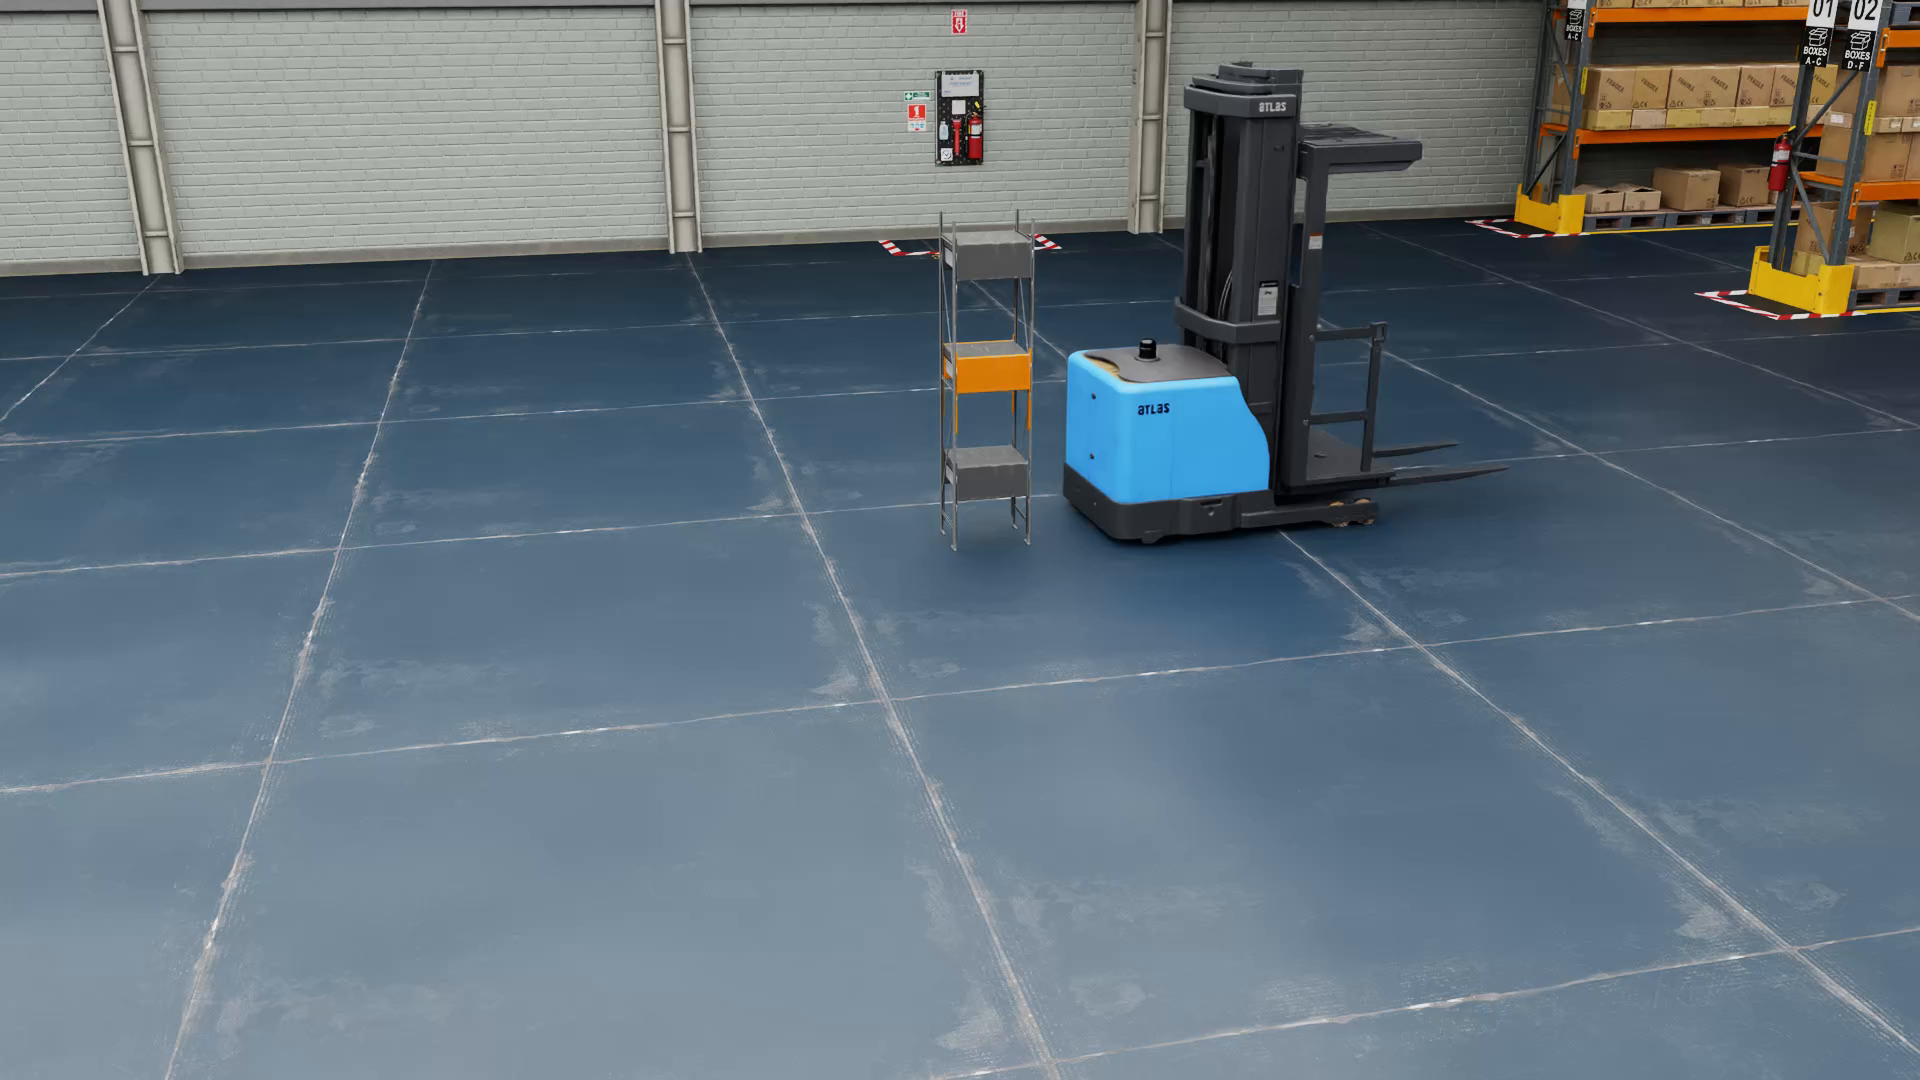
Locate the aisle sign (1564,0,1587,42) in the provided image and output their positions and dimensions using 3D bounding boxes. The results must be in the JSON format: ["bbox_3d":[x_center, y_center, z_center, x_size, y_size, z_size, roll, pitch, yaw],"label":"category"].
[{"bbox_3d":[7.791,-6.717,21.011,0.004,0.787,0.394,-5,21,-12],"label":"aisle sign"}]

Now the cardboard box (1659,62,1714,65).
[{"bbox_3d":[9.686,-6.121,22.262,0.500,0.500,0.500,-4,21,-12],"label":"cardboard box"}]

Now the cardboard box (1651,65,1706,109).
[{"bbox_3d":[9.313,-5.905,21.674,0.500,0.500,0.500,-5,21,-14],"label":"cardboard box"}]

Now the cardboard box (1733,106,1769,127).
[{"bbox_3d":[10.321,-5.638,22.033,0.500,0.250,0.500,-5,21,-13],"label":"cardboard box"}]

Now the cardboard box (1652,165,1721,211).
[{"bbox_3d":[9.766,-4.747,22.406,0.500,0.500,0.700,-6,21,-16],"label":"cardboard box"}]

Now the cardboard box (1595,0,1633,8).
[{"bbox_3d":[8.175,-7.010,21.055,0.500,0.500,0.500,-4,21,-11],"label":"cardboard box"}]

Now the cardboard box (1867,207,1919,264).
[{"bbox_3d":[9.995,-3.211,17.517,0.500,0.500,0.500,-5,21,-12],"label":"cardboard box"}]

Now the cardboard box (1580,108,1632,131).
[{"bbox_3d":[8.340,-5.474,21.586,0.500,0.250,0.500,-5,21,-14],"label":"cardboard box"}]

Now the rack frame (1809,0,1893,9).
[{"bbox_3d":[8.935,-6.762,16.191,0.127,3.000,1.000,-5,21,-12],"label":"rack frame"}]

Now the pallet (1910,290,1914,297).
[{"bbox_3d":[10.855,-2.805,18.166,1.213,0.211,1.003,-5,21,-12],"label":"pallet"}]

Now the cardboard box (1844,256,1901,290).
[{"bbox_3d":[9.508,-2.819,17.536,0.500,0.250,0.500,-5,21,-12],"label":"cardboard box"}]

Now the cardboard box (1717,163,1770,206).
[{"bbox_3d":[10.684,-4.857,22.706,0.500,0.500,0.500,-6,21,-17],"label":"cardboard box"}]

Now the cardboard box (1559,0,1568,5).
[{"bbox_3d":[8.140,-7.185,21.533,0.500,0.500,0.500,-3,20,-9],"label":"cardboard box"}]

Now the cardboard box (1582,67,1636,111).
[{"bbox_3d":[8.326,-5.831,21.470,0.500,0.500,0.500,-5,21,-12],"label":"cardboard box"}]

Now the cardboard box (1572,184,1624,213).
[{"bbox_3d":[8.486,-4.571,22.202,0.500,0.311,0.500,-7,21,-19],"label":"cardboard box"}]

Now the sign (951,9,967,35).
[{"bbox_3d":[-0.009,-6.411,20.585,0.199,0.298,0.001,-5,21,-12],"label":"sign"}]

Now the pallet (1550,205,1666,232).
[{"bbox_3d":[8.664,-4.352,22.388,1.213,0.211,1.003,-5,21,-12],"label":"pallet"}]

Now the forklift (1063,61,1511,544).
[{"bbox_3d":[2.283,-1.627,10.995,3.031,2.935,1.130,-6,21,-16],"label":"forklift"}]

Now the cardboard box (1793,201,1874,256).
[{"bbox_3d":[9.389,-3.345,17.882,0.500,0.500,0.500,-5,21,-12],"label":"cardboard box"}]

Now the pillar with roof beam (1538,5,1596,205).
[{"bbox_3d":[9.265,-7.323,17.724,0.400,9.000,9.100,-5,21,-12],"label":"pillar with roof beam"}]

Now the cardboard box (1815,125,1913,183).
[{"bbox_3d":[9.393,-4.024,17.294,0.500,0.500,0.700,-5,21,-12],"label":"cardboard box"}]

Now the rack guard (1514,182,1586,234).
[{"bbox_3d":[7.866,-4.435,22.195,0.348,0.500,1.175,-5,21,-12],"label":"rack guard"}]

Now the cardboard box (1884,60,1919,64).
[{"bbox_3d":[9.955,-4.681,17.201,0.500,0.500,0.700,-5,21,-14],"label":"cardboard box"}]

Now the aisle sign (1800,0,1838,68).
[{"bbox_3d":[8.804,-5.259,17.029,0.004,0.787,0.394,-5,21,-12],"label":"aisle sign"}]

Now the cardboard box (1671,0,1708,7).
[{"bbox_3d":[9.210,-7.083,21.255,0.500,0.500,0.500,-4,20,-10],"label":"cardboard box"}]

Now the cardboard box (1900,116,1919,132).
[{"bbox_3d":[9.623,-4.277,17.041,0.250,0.149,0.380,-5,21,-14],"label":"cardboard box"}]

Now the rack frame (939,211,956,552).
[{"bbox_3d":[-0.076,-0.980,10.436,0.015,2.100,0.400,-5,21,-12],"label":"rack frame"}]

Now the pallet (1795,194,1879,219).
[{"bbox_3d":[12.442,-4.672,23.262,1.213,0.211,1.003,-5,21,-12],"label":"pallet"}]

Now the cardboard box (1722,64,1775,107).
[{"bbox_3d":[10.319,-5.992,21.909,0.500,0.500,0.500,-5,21,-14],"label":"cardboard box"}]

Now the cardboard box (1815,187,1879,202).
[{"bbox_3d":[12.397,-5.016,23.141,0.500,0.500,0.700,-4,20,-11],"label":"cardboard box"}]

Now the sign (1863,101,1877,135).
[{"bbox_3d":[9.057,-4.202,16.551,0.005,0.325,0.100,-5,21,-12],"label":"sign"}]

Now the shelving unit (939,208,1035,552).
[{"bbox_3d":[0.161,-0.999,10.489,0.503,2.100,0.431,-5,21,-12],"label":"shelving unit"}]

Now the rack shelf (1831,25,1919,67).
[{"bbox_3d":[10.882,-5.174,17.262,4.000,0.370,1.077,-5,21,-12],"label":"rack shelf"}]

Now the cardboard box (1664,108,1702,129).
[{"bbox_3d":[9.339,-5.558,21.816,0.500,0.250,0.500,-5,21,-13],"label":"cardboard box"}]

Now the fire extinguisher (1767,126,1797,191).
[{"bbox_3d":[8.713,-4.055,17.635,0.183,0.674,0.296,-5,21,-12],"label":"fire extinguisher"}]

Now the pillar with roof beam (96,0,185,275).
[{"bbox_3d":[-8.252,-5.899,13.835,0.400,9.000,9.100,-5,21,-12],"label":"pillar with roof beam"}]

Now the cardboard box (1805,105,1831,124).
[{"bbox_3d":[11.293,-5.719,22.256,0.500,0.250,0.500,-5,21,-12],"label":"cardboard box"}]

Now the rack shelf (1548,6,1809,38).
[{"bbox_3d":[9.738,-6.832,21.788,4.000,0.370,1.077,-5,21,-12],"label":"rack shelf"}]

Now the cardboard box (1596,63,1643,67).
[{"bbox_3d":[8.694,-6.039,22.037,0.500,0.500,0.500,-4,21,-12],"label":"cardboard box"}]

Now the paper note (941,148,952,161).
[{"bbox_3d":[-0.167,-4.885,21.071,0.142,0.148,0.016,-5,21,-12],"label":"paper note"}]

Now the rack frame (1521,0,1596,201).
[{"bbox_3d":[7.792,-5.603,21.748,0.127,3.000,1.000,-5,21,-12],"label":"rack frame"}]

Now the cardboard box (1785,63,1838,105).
[{"bbox_3d":[11.296,-6.069,22.121,0.500,0.500,0.500,-5,21,-13],"label":"cardboard box"}]

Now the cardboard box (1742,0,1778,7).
[{"bbox_3d":[10.224,-7.169,21.489,0.500,0.500,0.500,-5,21,-15],"label":"cardboard box"}]

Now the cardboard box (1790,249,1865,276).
[{"bbox_3d":[9.389,-2.992,18.009,0.500,0.250,0.500,-5,21,-12],"label":"cardboard box"}]

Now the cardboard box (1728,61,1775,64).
[{"bbox_3d":[10.675,-6.203,22.487,0.500,0.500,0.500,-5,21,-13],"label":"cardboard box"}]

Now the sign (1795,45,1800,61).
[{"bbox_3d":[11.553,-6.648,22.920,0.005,0.325,0.100,-5,21,-12],"label":"sign"}]

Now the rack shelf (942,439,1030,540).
[{"bbox_3d":[0.161,-0.329,10.735,0.480,0.518,0.431,-5,21,-12],"label":"rack shelf"}]
